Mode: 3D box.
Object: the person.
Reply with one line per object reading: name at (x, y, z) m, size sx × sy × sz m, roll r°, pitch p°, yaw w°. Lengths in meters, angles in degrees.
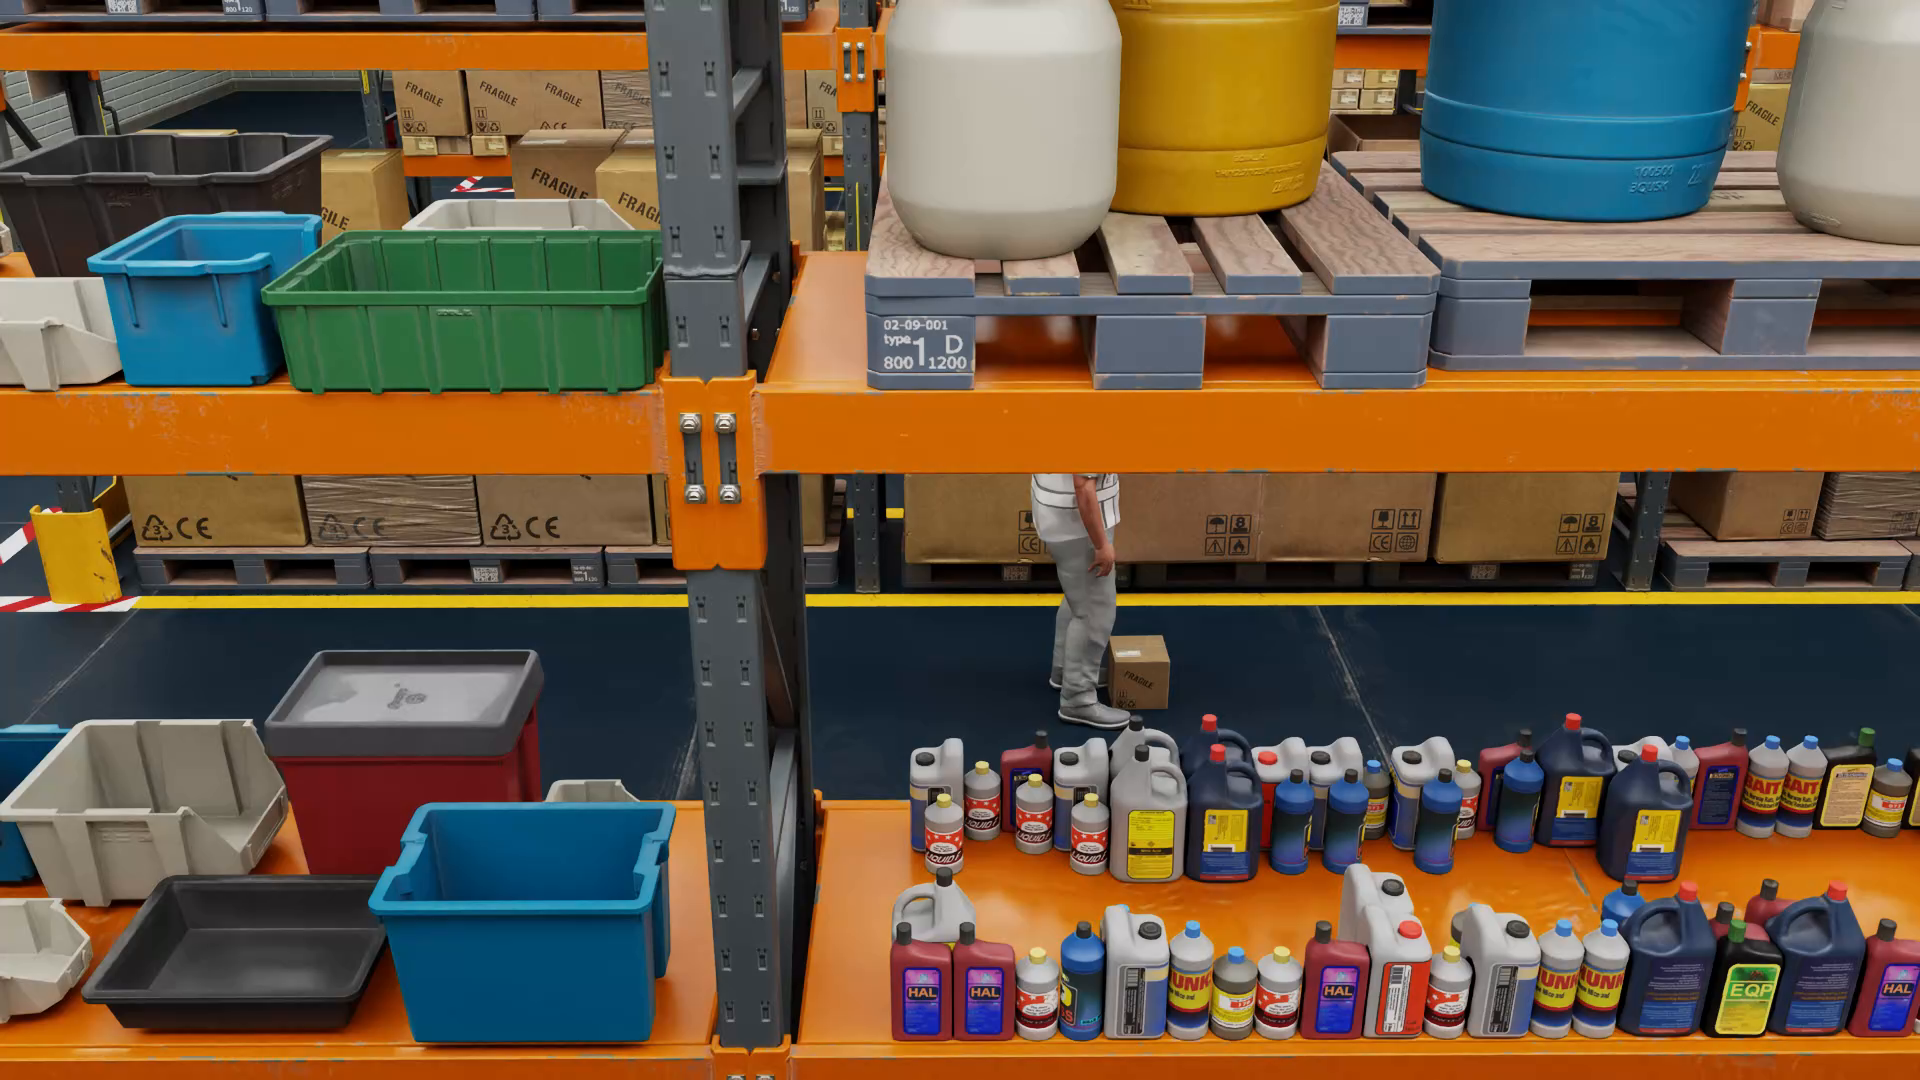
person at (0.533, -0.070, 7.251) m, size 0.438 × 1.746 × 0.589 m, roll -2°, pitch 24°, yaw -4°
